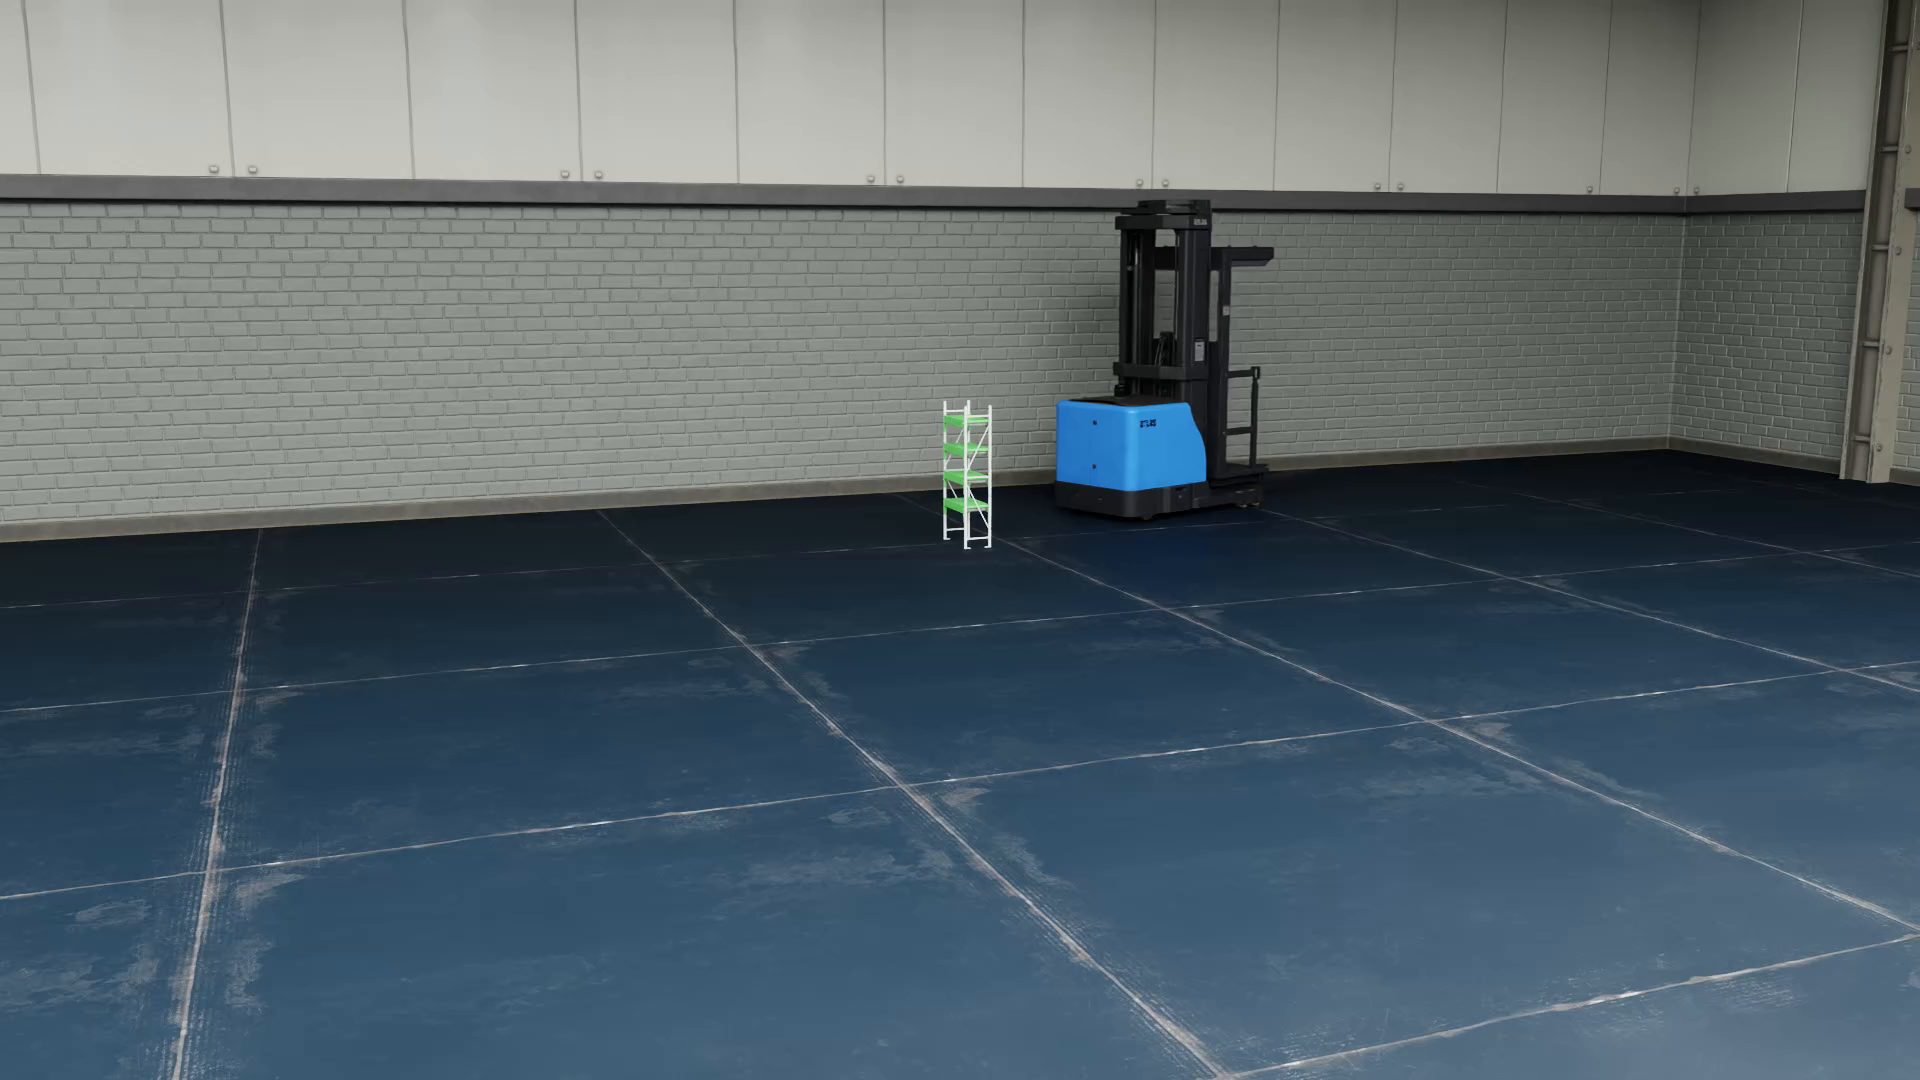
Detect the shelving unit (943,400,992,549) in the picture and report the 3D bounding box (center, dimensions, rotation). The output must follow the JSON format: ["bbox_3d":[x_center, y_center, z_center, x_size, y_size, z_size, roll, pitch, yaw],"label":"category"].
[{"bbox_3d":[0.060,-0.564,14.163,0.258,1.200,0.503,-4,11,-21],"label":"shelving unit"}]

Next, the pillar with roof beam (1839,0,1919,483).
[{"bbox_3d":[5.823,-4.808,15.754,9.100,9.000,0.400,-4,11,-21],"label":"pillar with roof beam"}]

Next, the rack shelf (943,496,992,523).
[{"bbox_3d":[0.060,-0.265,14.216,0.258,0.148,0.480,-4,11,-21],"label":"rack shelf"}]

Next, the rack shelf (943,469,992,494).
[{"bbox_3d":[0.060,-0.501,14.174,0.258,0.148,0.480,-4,11,-21],"label":"rack shelf"}]

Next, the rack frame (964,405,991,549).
[{"bbox_3d":[0.148,-0.524,13.939,0.240,1.200,0.015,-4,11,-21],"label":"rack frame"}]

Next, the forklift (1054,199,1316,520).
[{"bbox_3d":[2.335,-1.815,16.253,3.031,2.935,1.130,-9,13,-41],"label":"forklift"}]

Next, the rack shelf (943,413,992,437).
[{"bbox_3d":[0.060,-0.973,14.090,0.258,0.148,0.480,-4,11,-21],"label":"rack shelf"}]

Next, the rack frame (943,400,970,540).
[{"bbox_3d":[-0.028,-0.604,14.387,0.240,1.200,0.015,-4,11,-21],"label":"rack frame"}]

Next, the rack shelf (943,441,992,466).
[{"bbox_3d":[0.060,-0.737,14.132,0.258,0.148,0.480,-4,11,-21],"label":"rack shelf"}]
